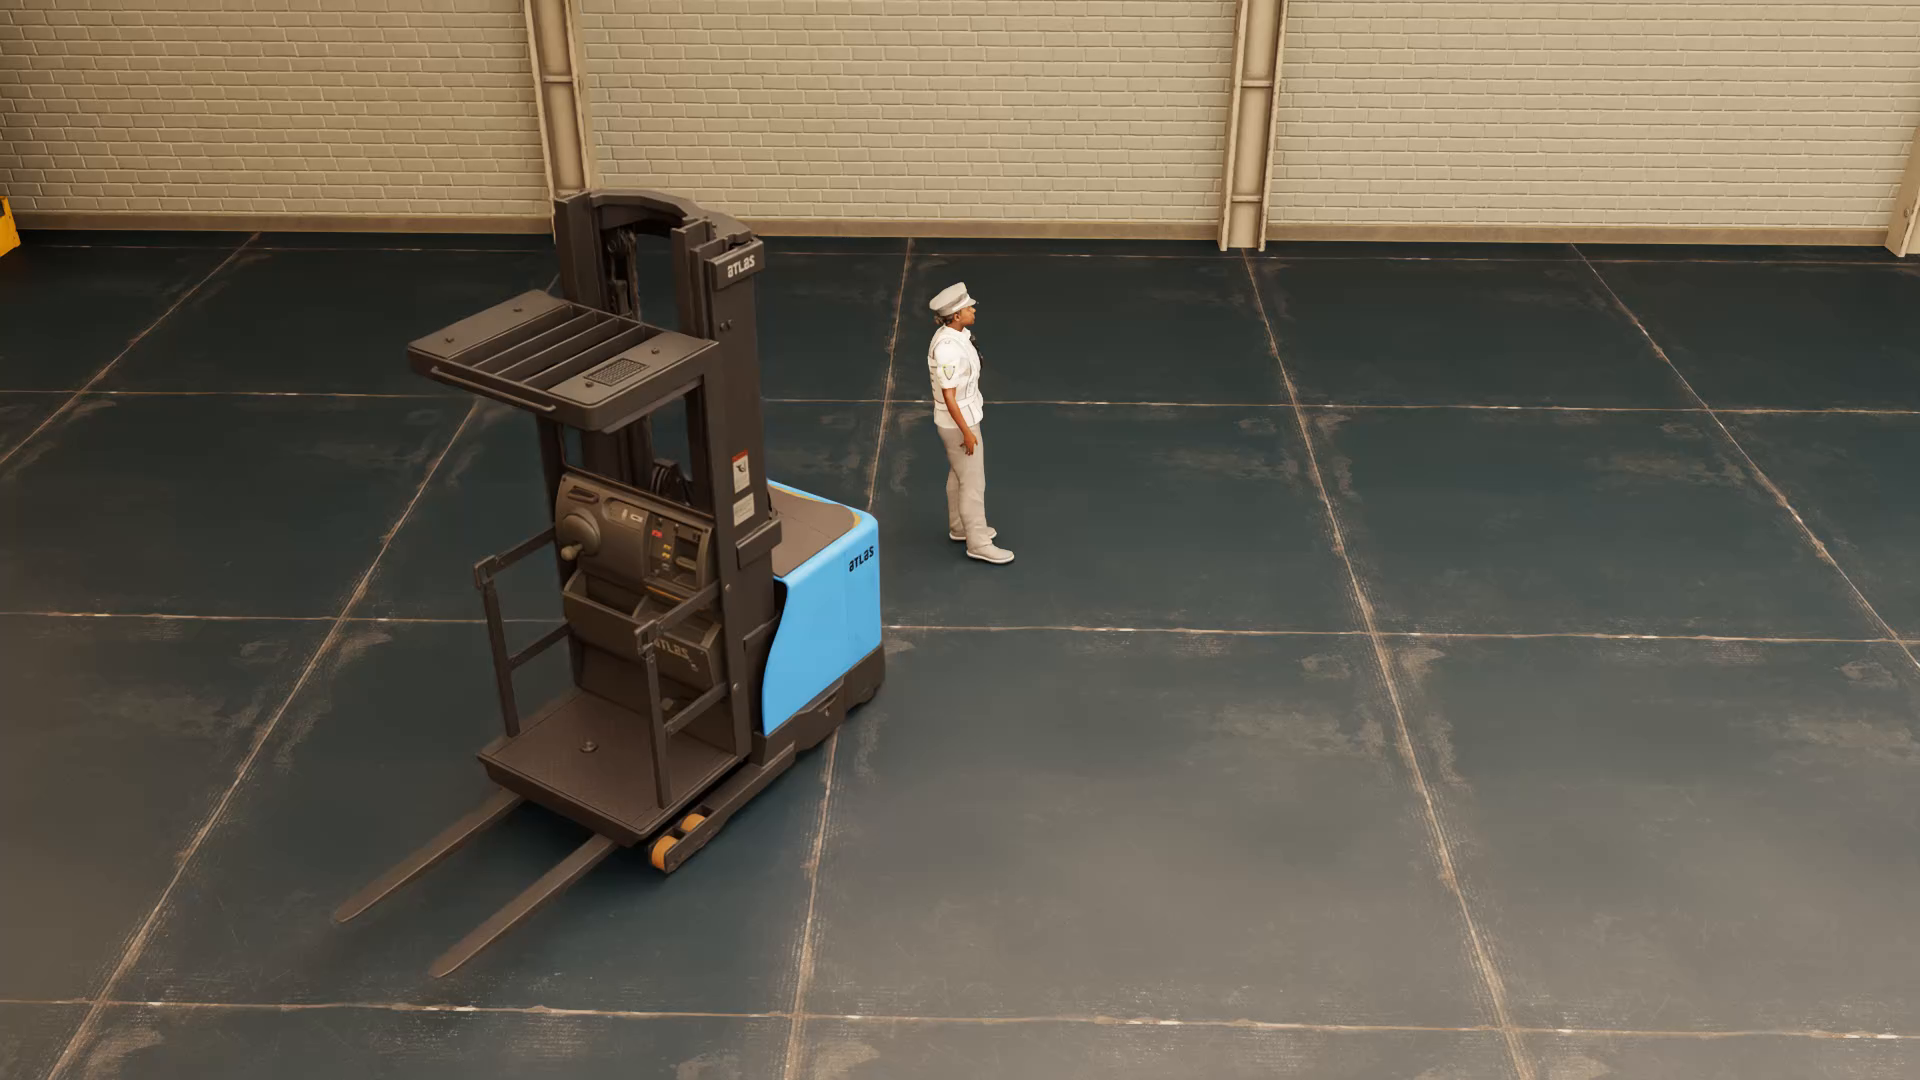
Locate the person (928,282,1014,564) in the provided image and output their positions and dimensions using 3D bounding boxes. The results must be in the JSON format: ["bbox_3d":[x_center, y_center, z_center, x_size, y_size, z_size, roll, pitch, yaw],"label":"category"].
[{"bbox_3d":[0.075,-0.724,10.048,0.528,1.694,0.570,1,31,1],"label":"person"}]

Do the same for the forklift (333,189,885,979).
[{"bbox_3d":[-1.636,0.028,7.568,1.130,2.935,3.031,18,35,28],"label":"forklift"}]
